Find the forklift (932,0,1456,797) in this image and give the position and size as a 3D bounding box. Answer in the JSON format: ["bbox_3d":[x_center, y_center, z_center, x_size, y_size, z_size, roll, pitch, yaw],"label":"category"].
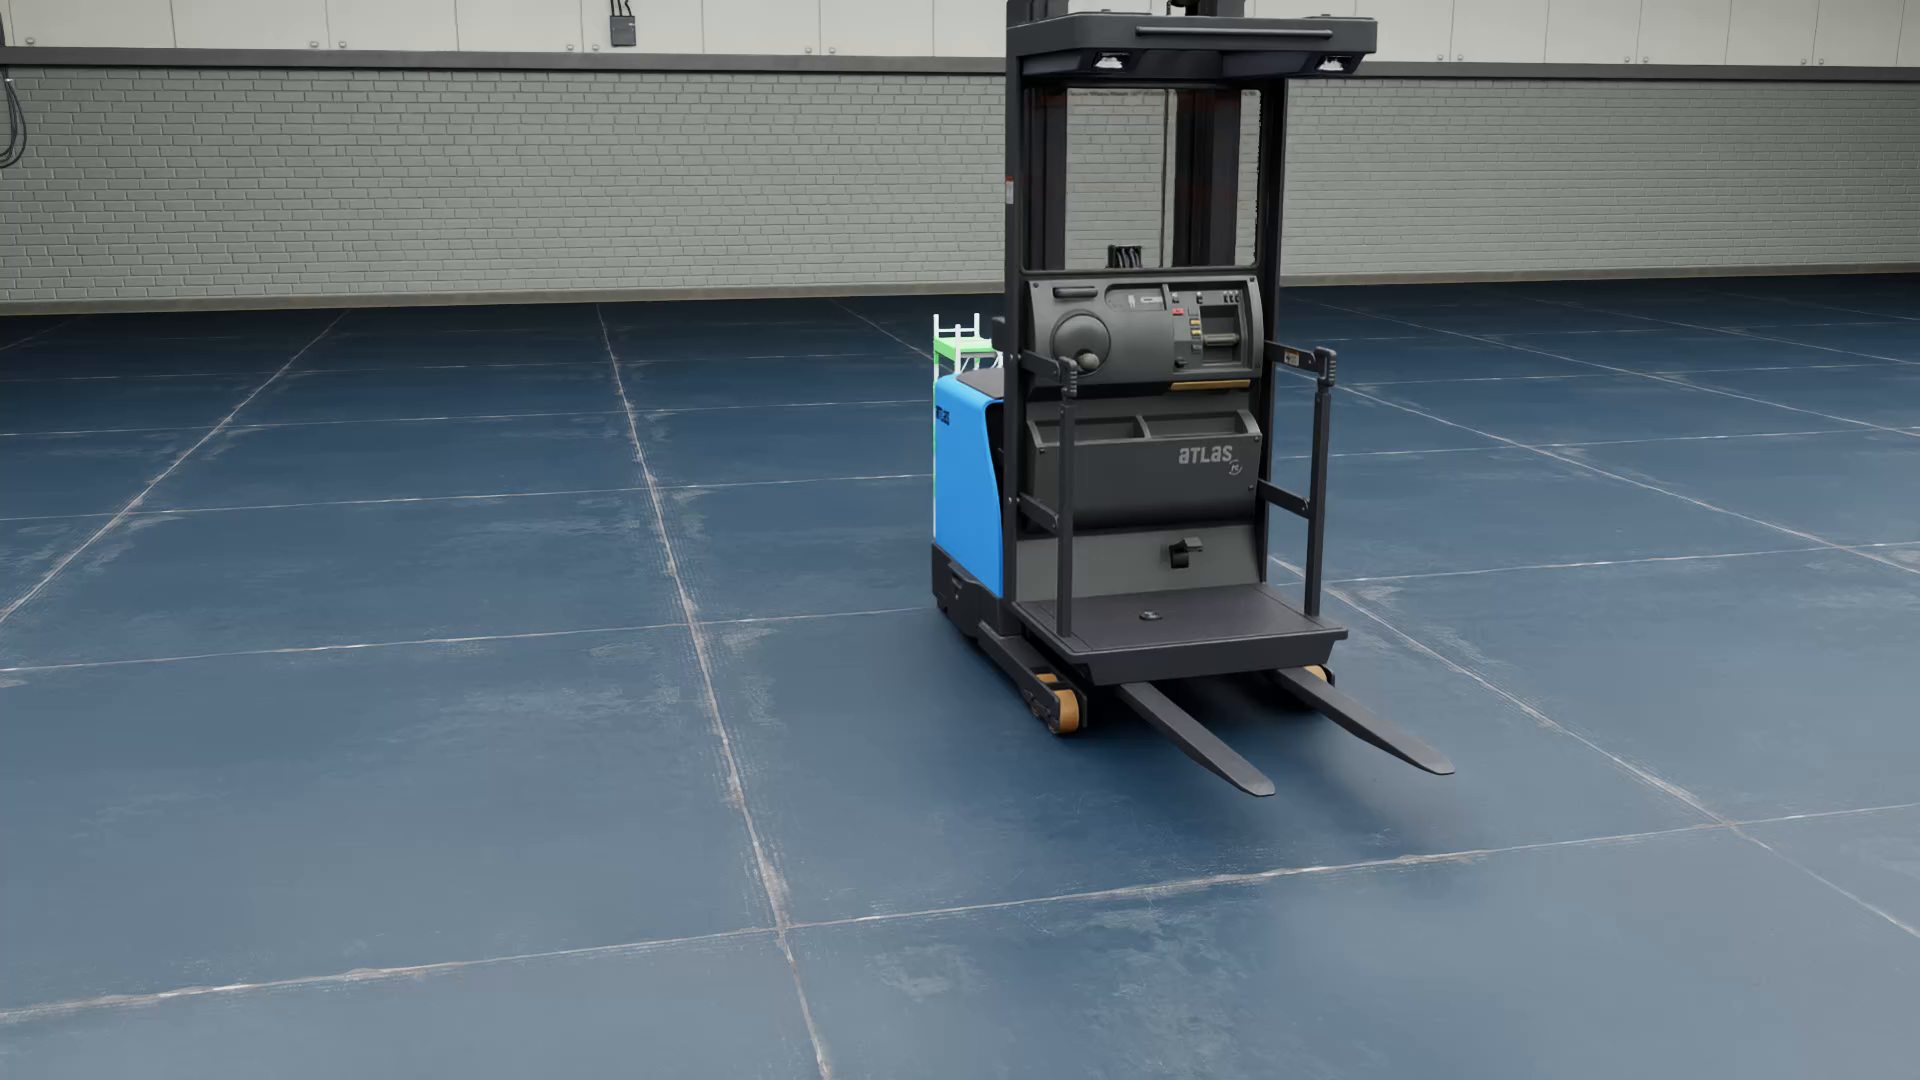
[{"bbox_3d":[0.774,-0.821,6.112,1.130,2.935,3.031,-4,14,-16],"label":"forklift"}]

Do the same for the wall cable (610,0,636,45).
[{"bbox_3d":[-3.245,-9.178,20.367,2.305,6.003,0.169,-3,14,-13],"label":"wall cable"}]

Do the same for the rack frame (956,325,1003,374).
[{"bbox_3d":[0.096,-0.488,8.398,0.240,1.200,0.015,-3,14,-13],"label":"rack frame"}]

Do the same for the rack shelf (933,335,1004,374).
[{"bbox_3d":[0.039,-0.949,8.530,0.258,0.148,0.480,-3,14,-13],"label":"rack shelf"}]

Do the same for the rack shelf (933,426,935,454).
[{"bbox_3d":[0.039,-0.483,8.644,0.258,0.148,0.480,-3,14,-13],"label":"rack shelf"}]

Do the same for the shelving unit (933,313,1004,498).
[{"bbox_3d":[0.039,-0.545,8.628,0.258,1.200,0.503,-3,14,-13],"label":"shelving unit"}]

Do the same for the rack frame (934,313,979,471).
[{"bbox_3d":[-0.018,-0.601,8.859,0.240,1.200,0.015,-3,14,-13],"label":"rack frame"}]

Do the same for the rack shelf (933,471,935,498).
[{"bbox_3d":[0.039,-0.249,8.700,0.258,0.148,0.480,-3,14,-13],"label":"rack shelf"}]

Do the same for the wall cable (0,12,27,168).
[{"bbox_3d":[-12.477,-5.492,18.988,3.097,2.526,0.112,-3,14,-13],"label":"wall cable"}]

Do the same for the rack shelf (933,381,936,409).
[{"bbox_3d":[0.039,-0.716,8.587,0.258,0.148,0.480,-3,14,-13],"label":"rack shelf"}]
